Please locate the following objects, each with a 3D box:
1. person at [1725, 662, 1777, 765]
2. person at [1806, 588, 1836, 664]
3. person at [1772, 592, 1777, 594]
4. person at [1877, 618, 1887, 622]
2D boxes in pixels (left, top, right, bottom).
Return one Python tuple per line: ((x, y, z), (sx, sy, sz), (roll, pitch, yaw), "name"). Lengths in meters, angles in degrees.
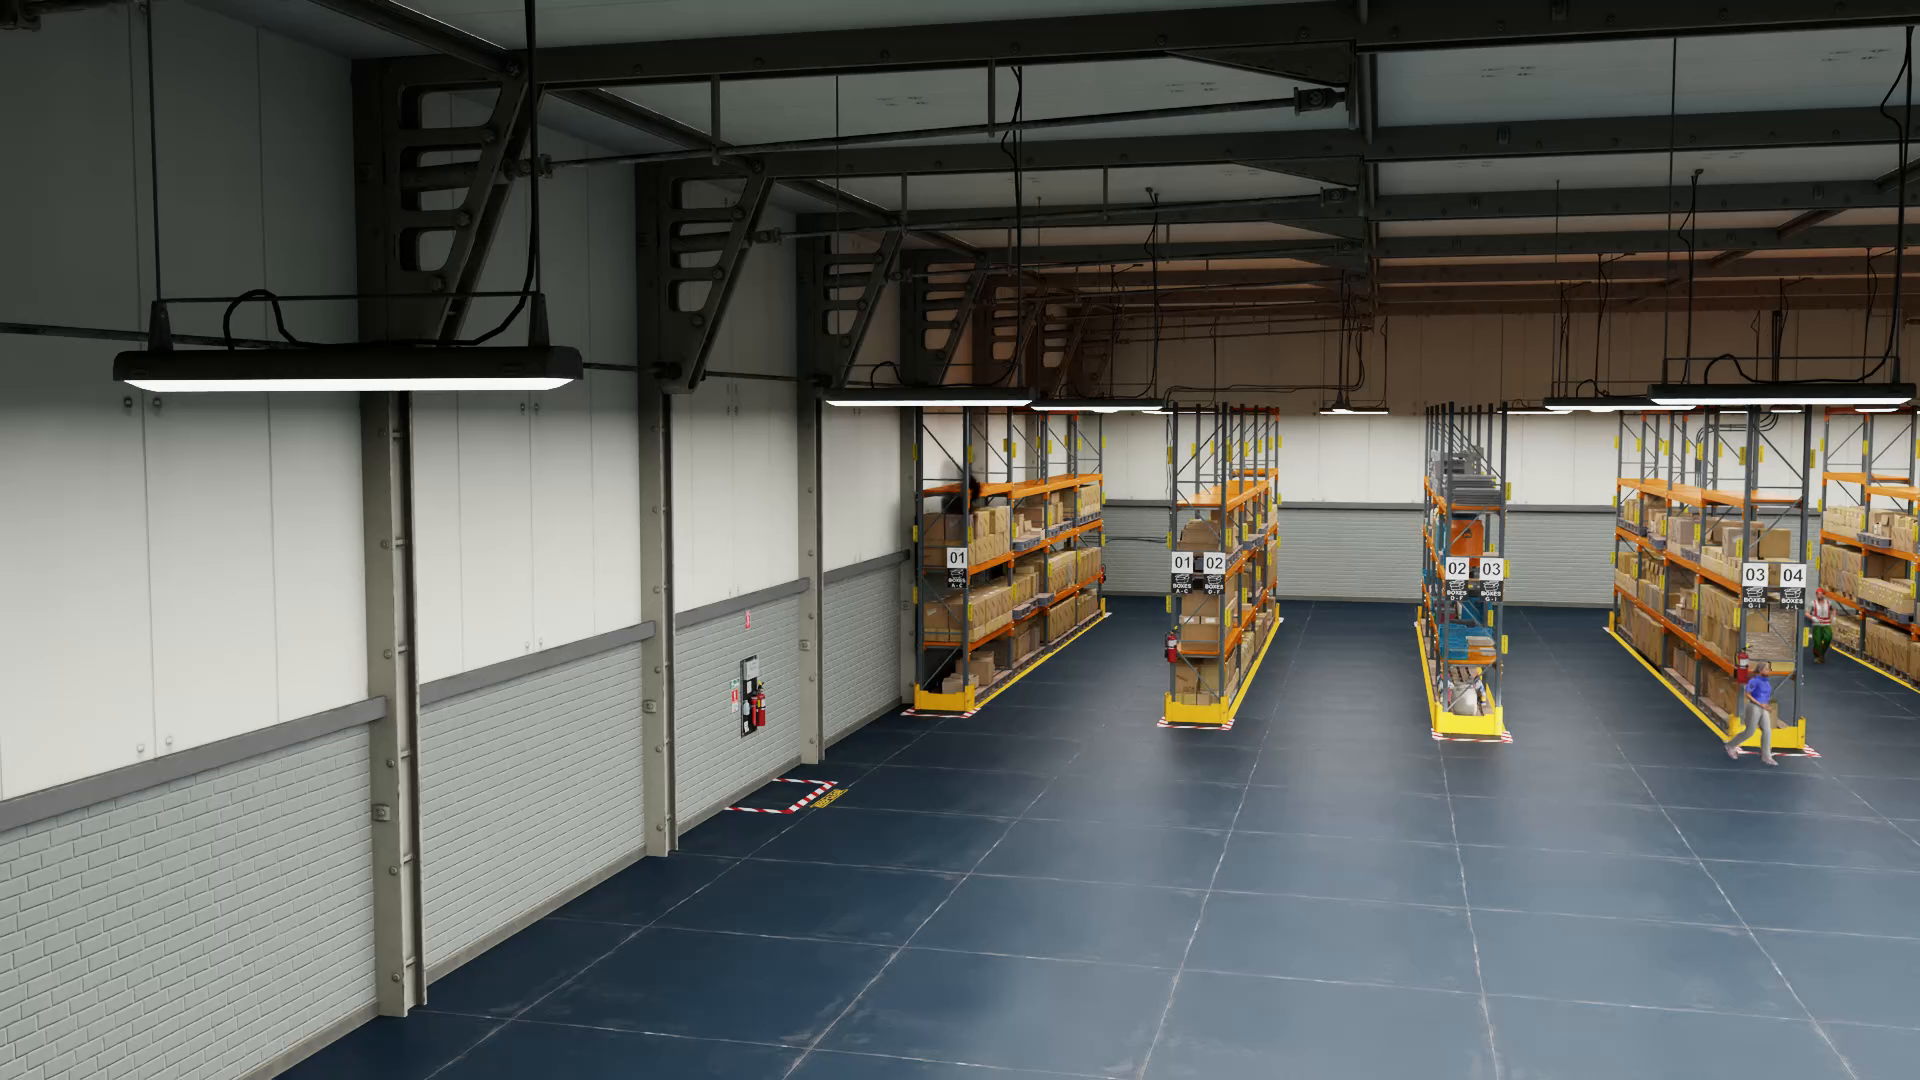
((13.268, 2.852, 27.596), (0.635, 1.641, 0.834), (-3, 5, -33), "person")
((19.982, 1.995, 38.563), (0.673, 1.751, 0.656), (1, 4, 18), "person")
((21.107, 1.756, 43.731), (0.688, 1.470, 0.474), (4, 6, 41), "person")
((24.139, 1.721, 43.526), (0.739, 1.617, 0.727), (-2, 5, -27), "person")
